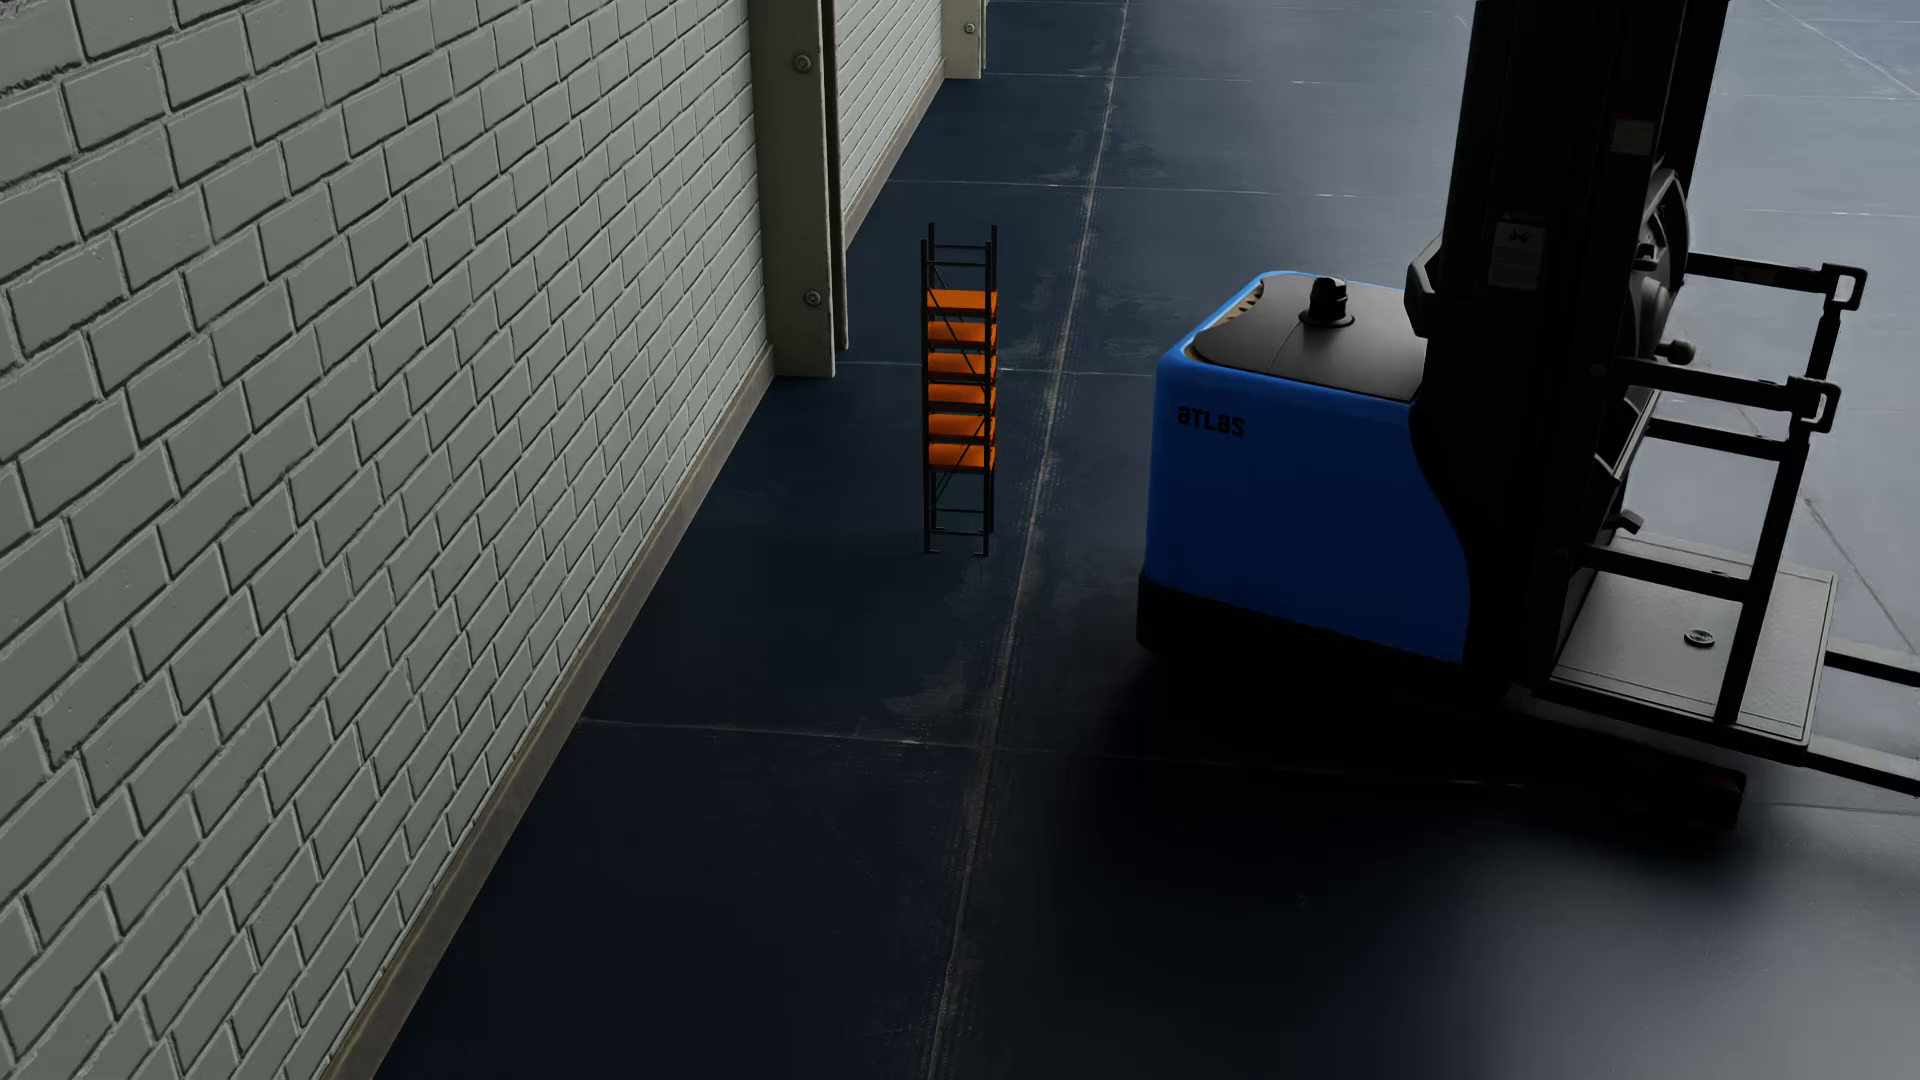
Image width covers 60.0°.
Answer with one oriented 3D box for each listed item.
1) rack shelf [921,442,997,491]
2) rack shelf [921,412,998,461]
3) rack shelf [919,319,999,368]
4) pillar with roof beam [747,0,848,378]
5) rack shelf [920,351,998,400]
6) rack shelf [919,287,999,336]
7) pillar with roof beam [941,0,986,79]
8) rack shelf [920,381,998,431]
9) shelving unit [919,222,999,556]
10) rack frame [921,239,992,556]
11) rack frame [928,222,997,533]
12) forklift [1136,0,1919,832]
[{"bbox_3d":[-0.002,-0.271,6.088,0.258,0.103,0.180,3,28,6],"label":"rack shelf"},{"bbox_3d":[-0.002,-0.377,6.031,0.258,0.103,0.180,3,28,6],"label":"rack shelf"},{"bbox_3d":[-0.002,-0.694,5.860,0.258,0.103,0.180,3,28,6],"label":"rack shelf"},{"bbox_3d":[3.561,-4.559,5.225,9.100,9.000,0.400,3,28,6],"label":"pillar with roof beam"},{"bbox_3d":[-0.002,-0.588,5.917,0.258,0.103,0.180,3,28,6],"label":"rack shelf"},{"bbox_3d":[-0.002,-0.799,5.803,0.258,0.103,0.180,3,28,6],"label":"rack shelf"},{"bbox_3d":[4.296,-7.383,10.467,9.100,9.000,0.400,3,28,6],"label":"pillar with roof beam"},{"bbox_3d":[-0.002,-0.482,5.974,0.258,0.103,0.180,3,28,6],"label":"rack shelf"},{"bbox_3d":[-0.002,-0.521,5.953,0.258,1.200,0.189,3,28,6],"label":"shelving unit"},{"bbox_3d":[-0.013,-0.478,5.873,0.240,1.200,0.006,3,28,6],"label":"rack frame"},{"bbox_3d":[0.009,-0.564,6.033,0.240,1.200,0.006,3,28,6],"label":"rack frame"},{"bbox_3d":[2.122,-0.753,4.557,3.031,2.935,1.130,15,32,25],"label":"forklift"}]
